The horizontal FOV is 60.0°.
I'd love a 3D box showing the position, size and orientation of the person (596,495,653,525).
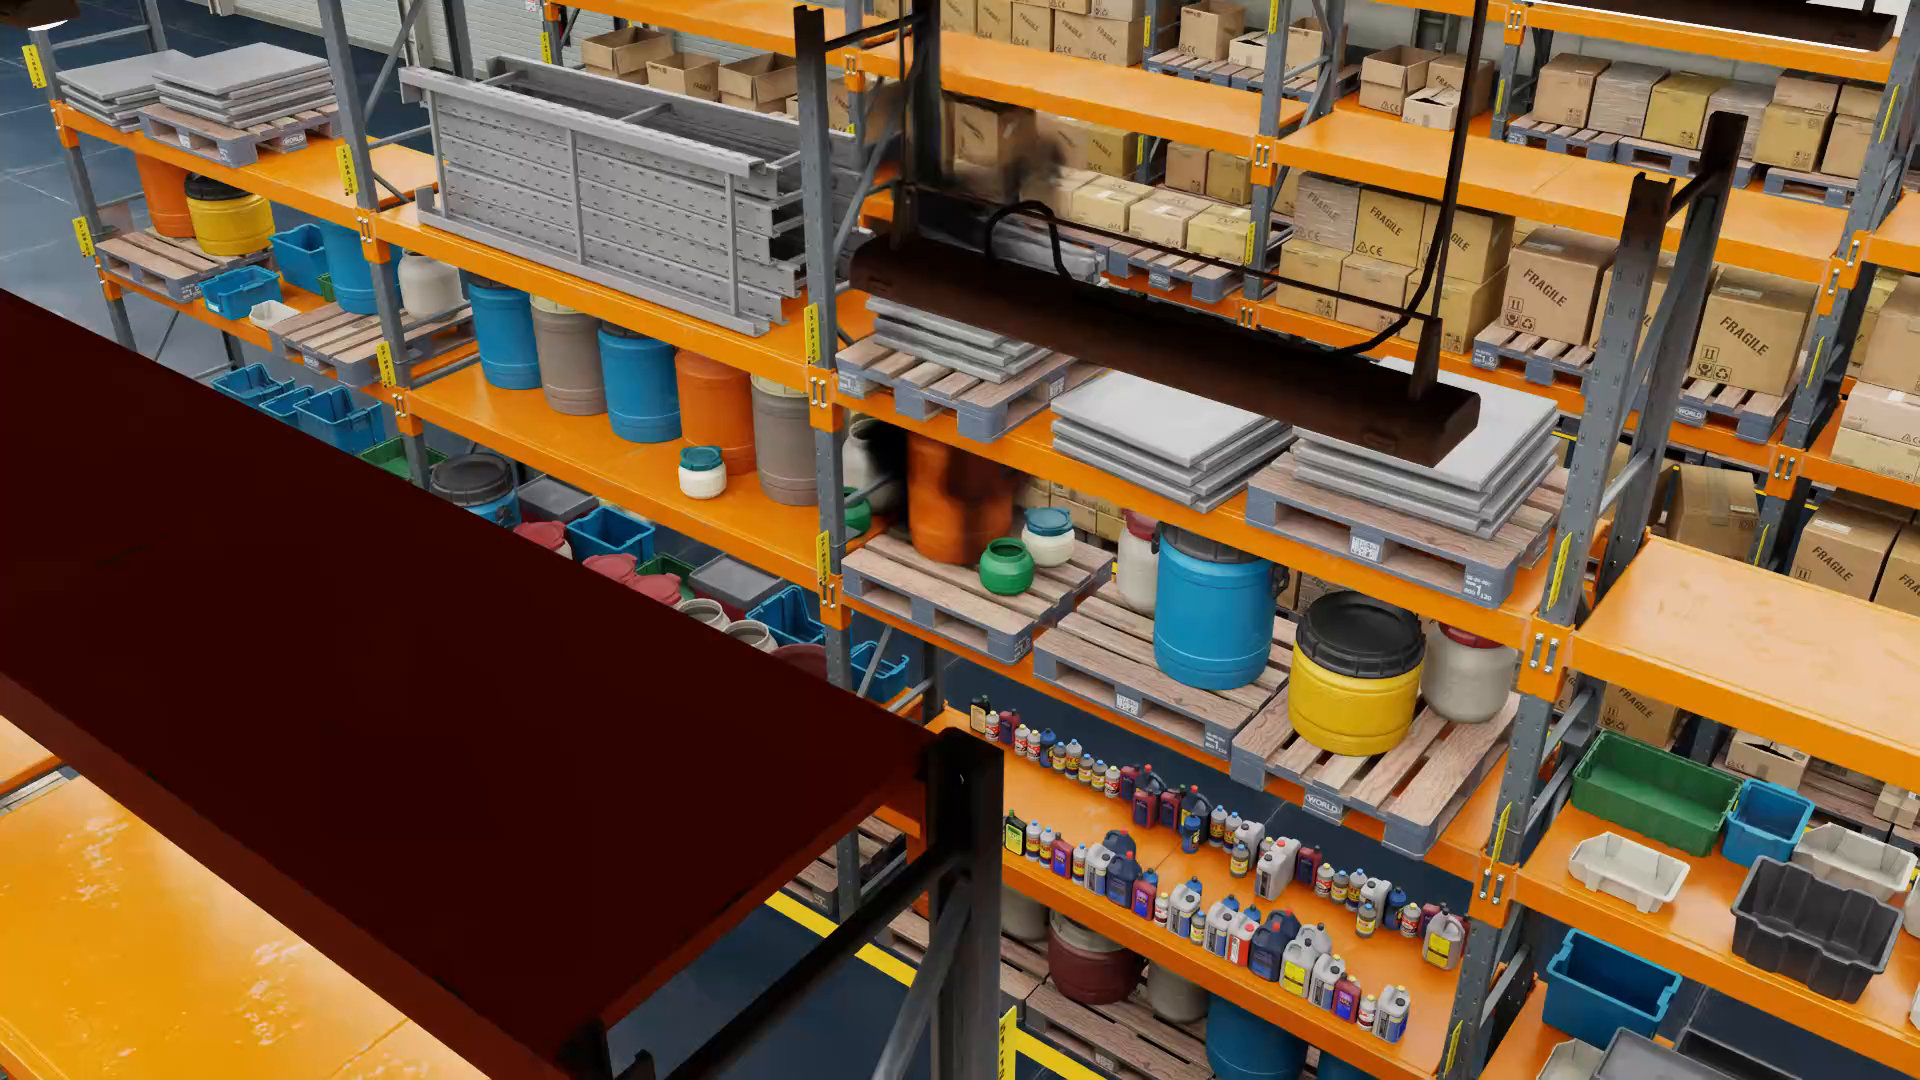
[{"bbox_3d":[-2.774,-0.220,14.025,0.700,1.647,0.583,17,35,26],"label":"person"}]
